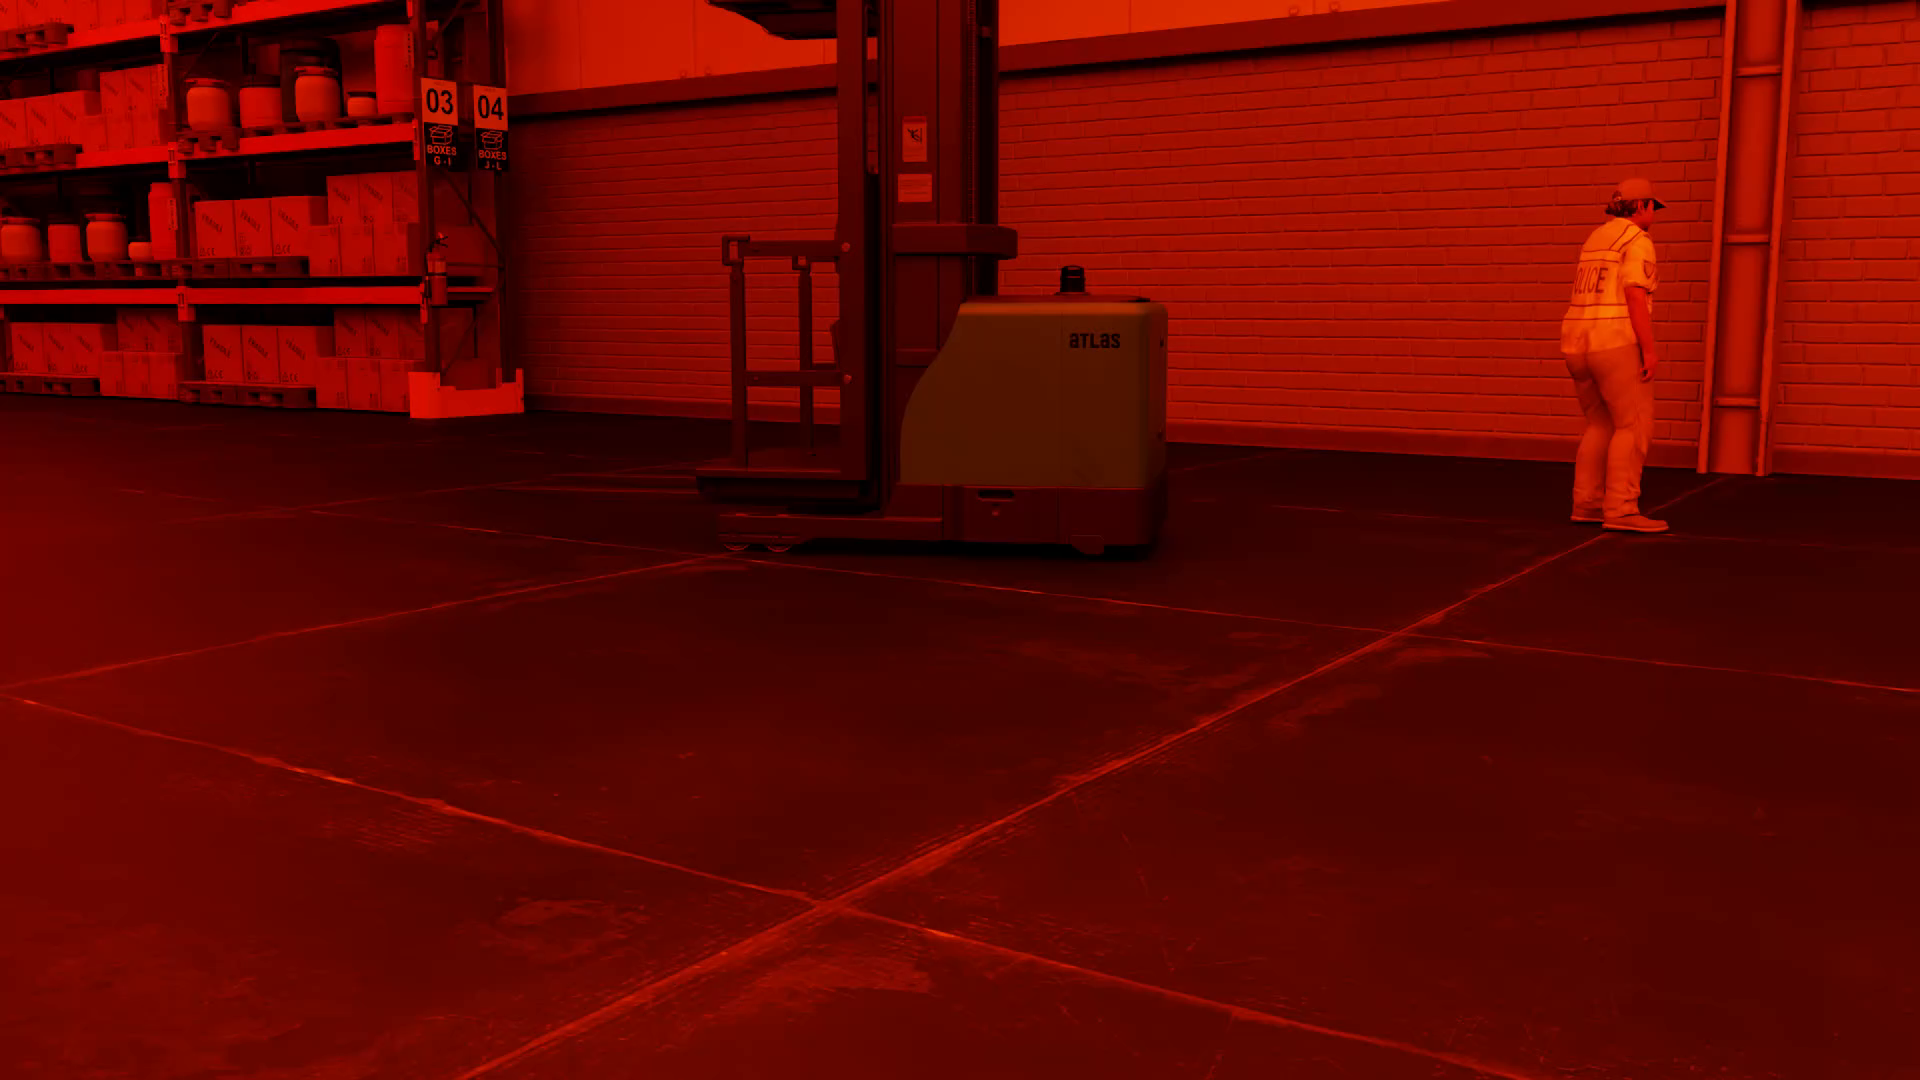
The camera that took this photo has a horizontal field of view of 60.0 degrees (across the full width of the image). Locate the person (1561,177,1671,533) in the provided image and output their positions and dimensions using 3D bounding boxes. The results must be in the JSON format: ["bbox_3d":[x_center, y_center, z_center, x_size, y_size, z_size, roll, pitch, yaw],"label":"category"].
[{"bbox_3d":[3.158,-0.890,7.959,0.470,1.665,0.562,-2,8,-10],"label":"person"}]

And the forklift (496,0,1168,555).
[{"bbox_3d":[-0.596,-1.469,7.520,3.031,2.935,1.130,2,8,12],"label":"forklift"}]
